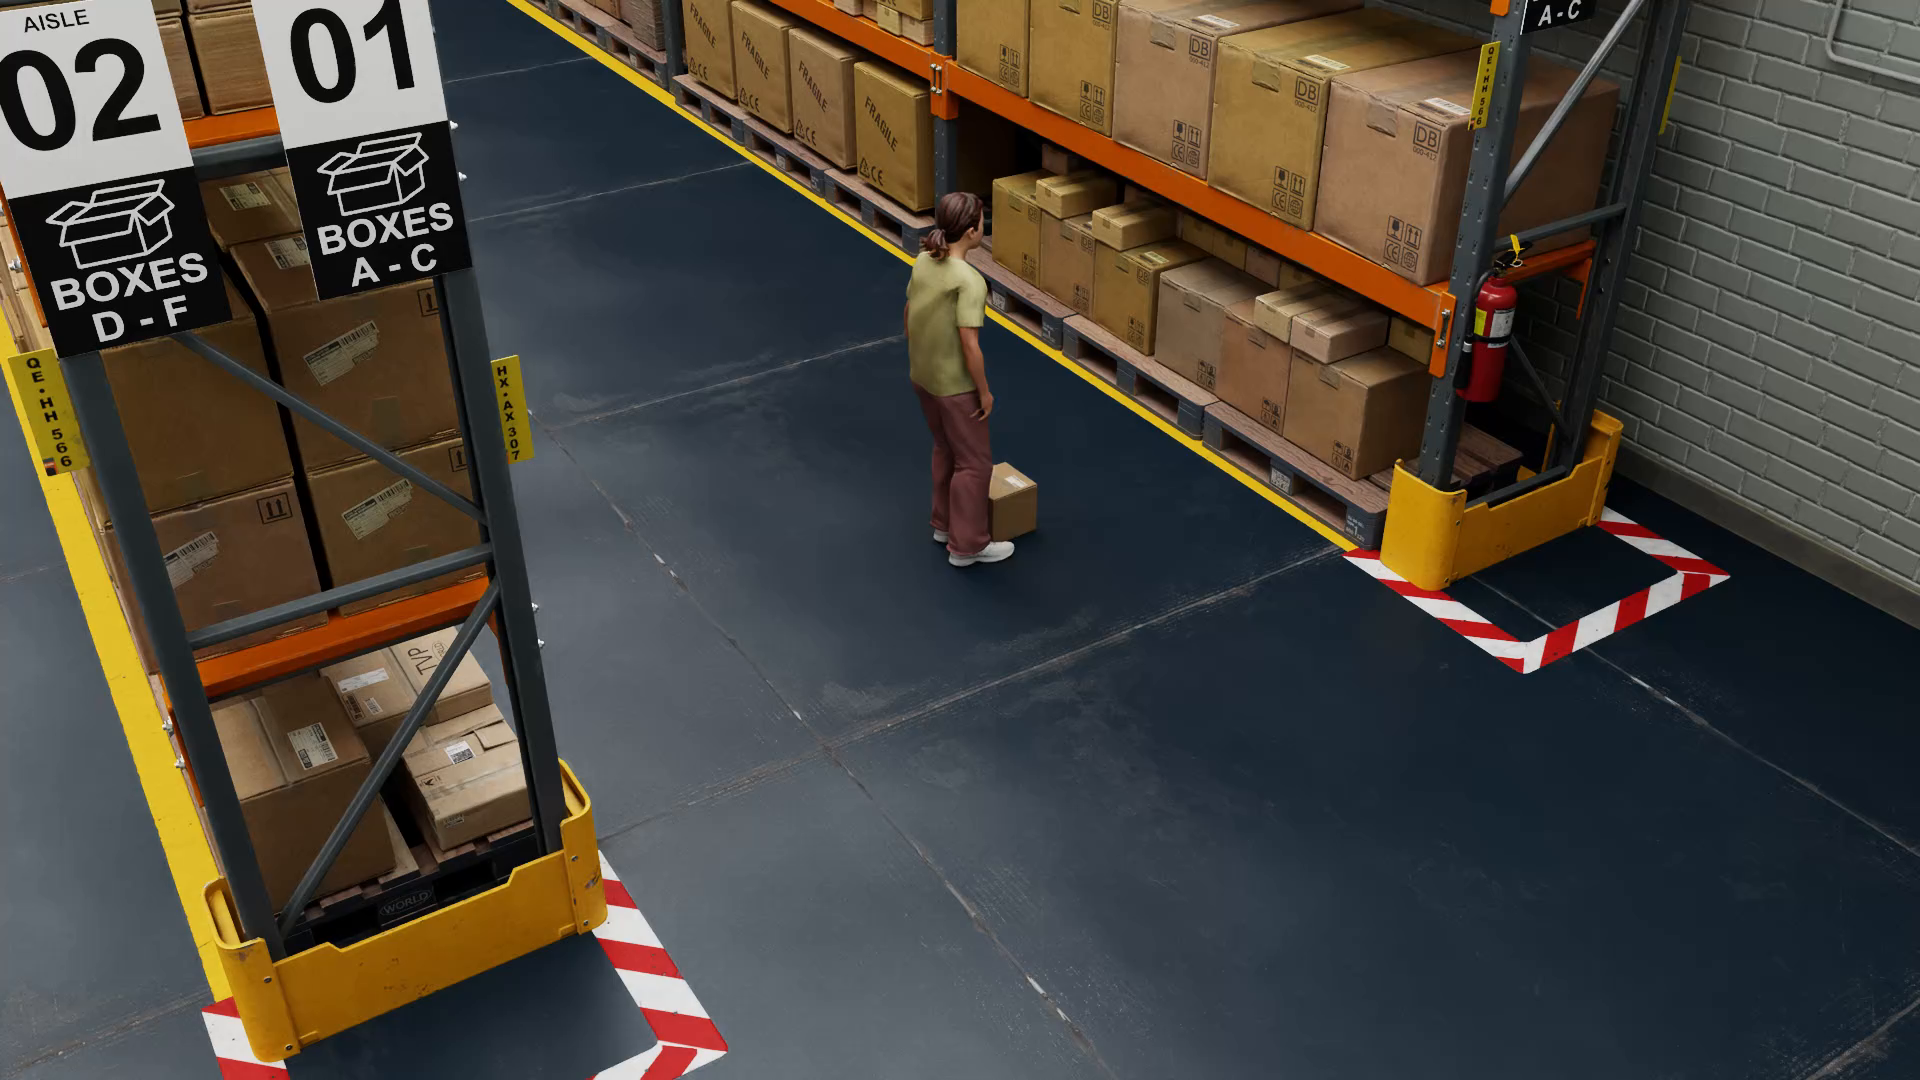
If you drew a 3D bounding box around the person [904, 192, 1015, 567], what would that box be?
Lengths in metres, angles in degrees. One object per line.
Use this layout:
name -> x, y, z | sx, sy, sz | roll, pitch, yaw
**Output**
person -> -0.001, -0.700, 7.230 | 0.417, 1.671, 0.519 | -22, 39, -30
